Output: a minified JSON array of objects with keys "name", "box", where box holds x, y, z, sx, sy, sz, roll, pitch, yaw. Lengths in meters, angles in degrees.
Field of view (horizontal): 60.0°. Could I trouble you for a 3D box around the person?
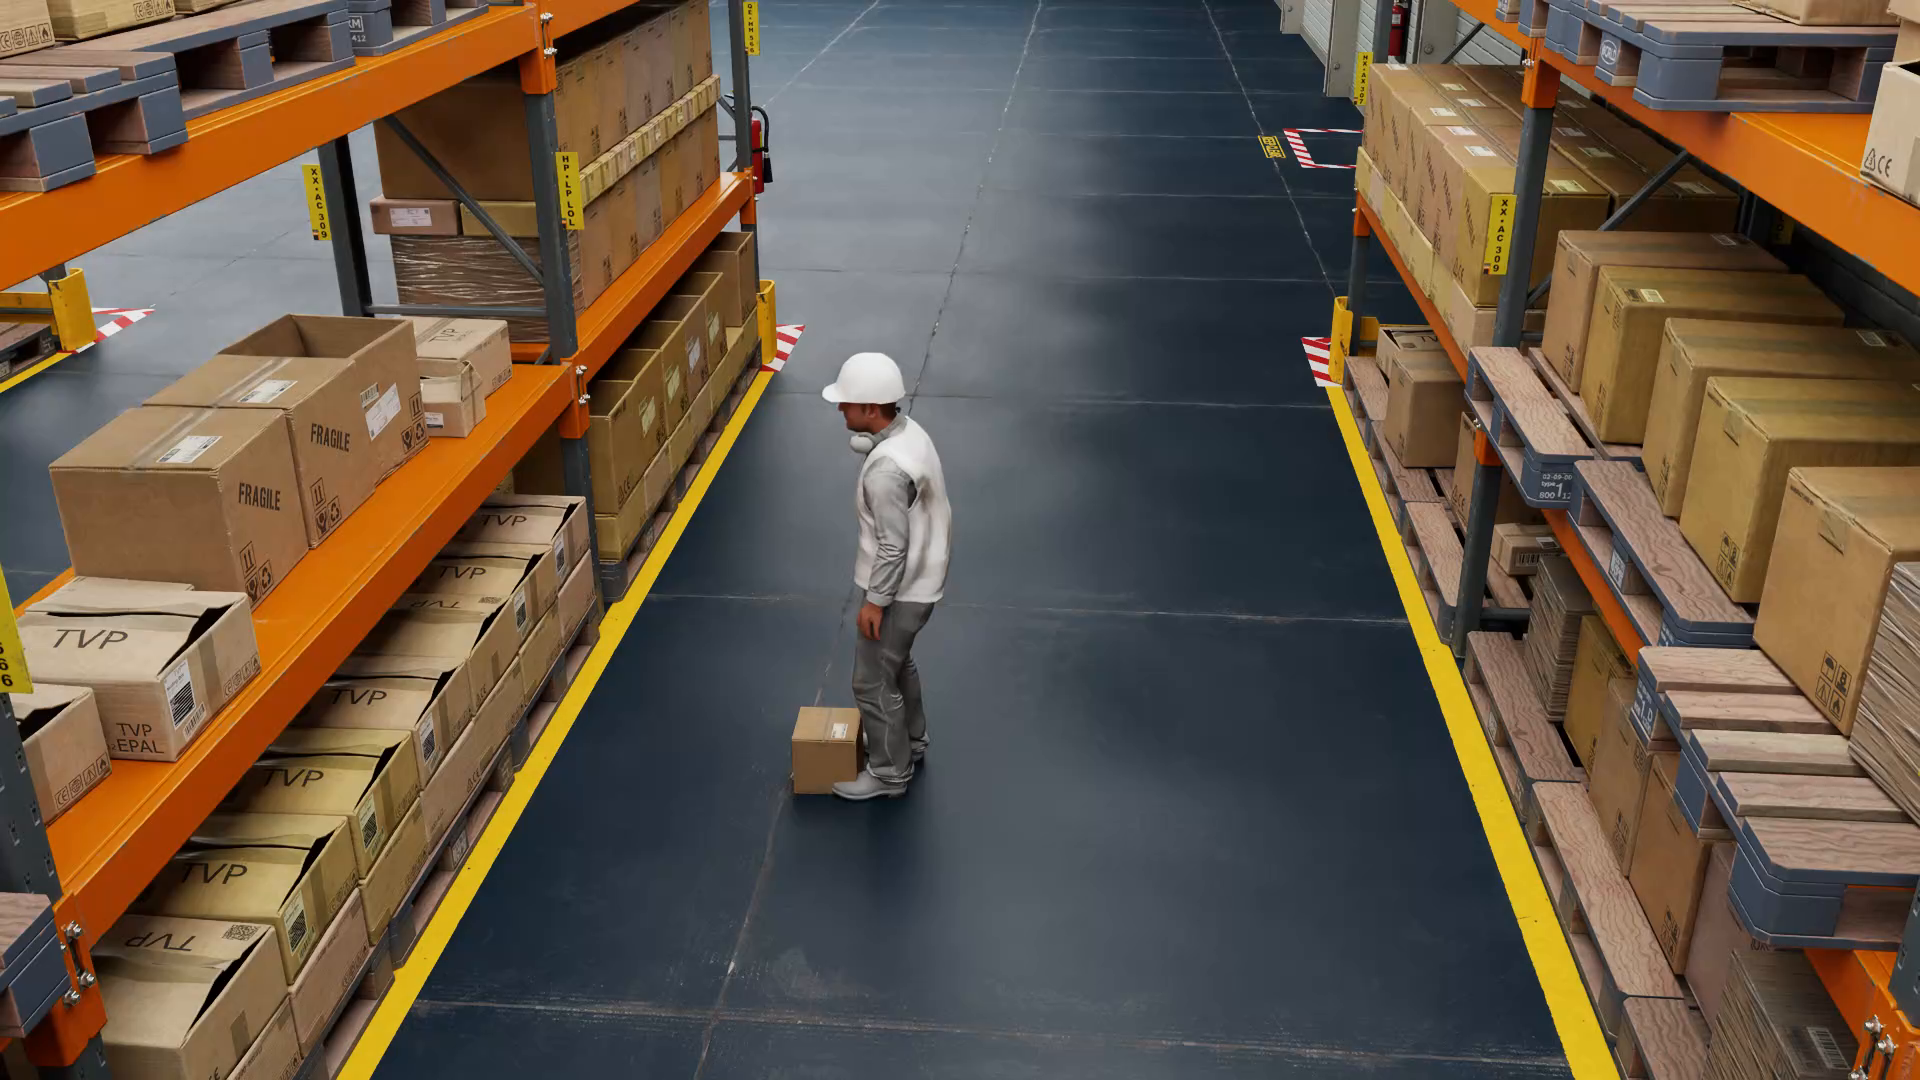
[{"name":"person","box":[-0.261,0.143,6.256,0.463,1.772,0.581,2,24,4]}]
